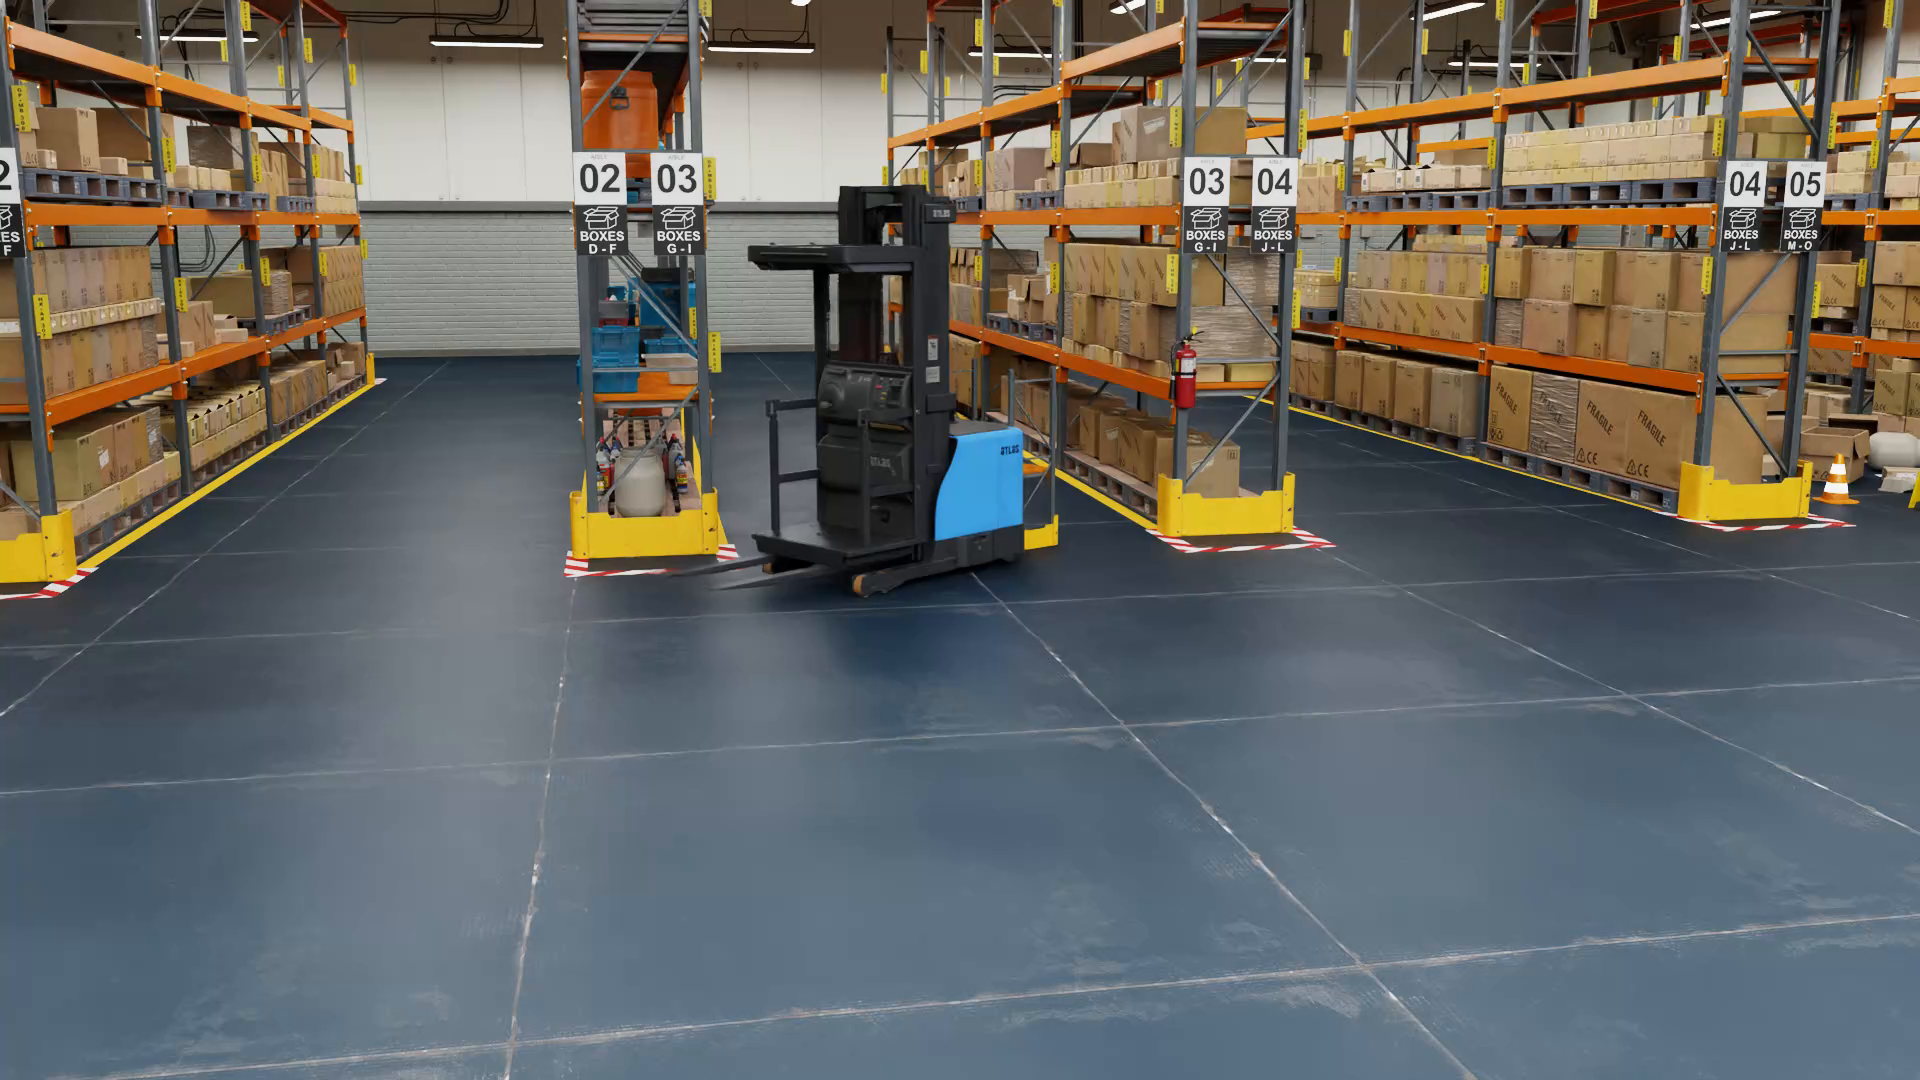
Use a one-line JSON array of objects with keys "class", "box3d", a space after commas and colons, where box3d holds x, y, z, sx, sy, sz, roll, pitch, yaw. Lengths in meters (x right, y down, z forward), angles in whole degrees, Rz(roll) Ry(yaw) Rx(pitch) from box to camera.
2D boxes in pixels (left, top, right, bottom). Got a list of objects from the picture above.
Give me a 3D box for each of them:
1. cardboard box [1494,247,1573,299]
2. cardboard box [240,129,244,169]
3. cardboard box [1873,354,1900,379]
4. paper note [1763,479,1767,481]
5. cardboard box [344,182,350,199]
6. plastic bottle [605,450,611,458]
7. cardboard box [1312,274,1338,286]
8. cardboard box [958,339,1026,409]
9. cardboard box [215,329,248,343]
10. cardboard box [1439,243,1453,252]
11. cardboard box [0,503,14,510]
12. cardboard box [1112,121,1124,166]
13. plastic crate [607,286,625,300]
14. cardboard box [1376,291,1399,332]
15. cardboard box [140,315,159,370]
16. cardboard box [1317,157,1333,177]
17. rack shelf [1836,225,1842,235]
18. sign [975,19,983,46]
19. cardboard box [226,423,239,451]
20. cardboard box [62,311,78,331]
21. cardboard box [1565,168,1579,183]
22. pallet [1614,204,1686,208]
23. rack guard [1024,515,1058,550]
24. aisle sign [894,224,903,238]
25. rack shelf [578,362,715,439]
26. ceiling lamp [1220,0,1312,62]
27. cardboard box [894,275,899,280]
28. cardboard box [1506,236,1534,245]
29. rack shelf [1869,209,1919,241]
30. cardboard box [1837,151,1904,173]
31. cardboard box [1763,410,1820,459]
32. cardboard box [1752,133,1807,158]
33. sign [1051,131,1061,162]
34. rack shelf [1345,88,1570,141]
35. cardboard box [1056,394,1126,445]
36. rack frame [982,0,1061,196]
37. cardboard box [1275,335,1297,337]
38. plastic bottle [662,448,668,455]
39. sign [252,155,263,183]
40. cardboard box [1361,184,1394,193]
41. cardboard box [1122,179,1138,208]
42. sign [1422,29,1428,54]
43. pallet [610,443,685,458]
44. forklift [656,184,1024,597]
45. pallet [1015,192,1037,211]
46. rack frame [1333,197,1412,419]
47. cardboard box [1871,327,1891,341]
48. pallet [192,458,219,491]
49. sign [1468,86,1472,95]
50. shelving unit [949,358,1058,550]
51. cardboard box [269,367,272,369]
[{"class": "cardboard box", "box3d": [6.486, -2.969, 18.486, 0.875, 0.550, 0.550, -2, 11, -11]}, {"class": "cardboard box", "box3d": [-9.111, -4.834, 20.608, 0.500, 0.500, 0.500, -2, 11, -11]}, {"class": "cardboard box", "box3d": [14.890, -2.784, 26.362, 0.500, 0.500, 0.500, -2, 11, -9]}, {"class": "paper note", "box3d": [8.457, -0.629, 17.472, 0.032, 0.001, 0.123, 4, 11, 18]}, {"class": "cardboard box", "box3d": [-10.041, -5.582, 26.546, 0.500, 0.250, 0.500, -2, 11, -11]}, {"class": "plastic bottle", "box3d": [-3.443, -0.745, 16.207, 0.097, 0.271, 0.097, 0, 11, 0]}, {"class": "cardboard box", "box3d": [5.125, -3.616, 23.131, 0.380, 0.149, 0.250, -3, 11, -13]}, {"class": "cardboard box", "box3d": [0.671, -2.296, 22.796, 1.225, 0.875, 0.875, -3, 11, -14]}, {"class": "cardboard box", "box3d": [-8.487, -2.368, 19.288, 0.380, 0.149, 0.250, -2, 11, -11]}, {"class": "cardboard box", "box3d": [8.979, -5.087, 29.959, 0.500, 0.500, 0.500, -2, 11, -11]}, {"class": "cardboard box", "box3d": [-7.771, -0.122, 13.048, 0.500, 0.250, 0.500, -2, 11, -11]}, {"class": "cardboard box", "box3d": [1.901, -4.113, 17.364, 0.500, 0.500, 0.500, -2, 11, -13]}, {"class": "plastic crate", "box3d": [-5.277, -3.654, 25.256, 0.392, 0.384, 0.575, -2, 11, -11]}, {"class": "cardboard box", "box3d": [5.692, -2.939, 21.349, 0.500, 0.500, 0.500, -2, 11, -11]}, {"class": "cardboard box", "box3d": [-8.062, -1.881, 15.788, 0.700, 0.500, 0.500, -2, 11, -12]}, {"class": "cardboard box", "box3d": [5.222, -5.225, 23.288, 0.396, 0.266, 0.258, -2, 11, -11]}, {"class": "rack shelf", "box3d": [14.985, -5.035, 26.527, 1.077, 0.370, 4.000, -2, 11, -11]}, {"class": "sign", "box3d": [0.242, -6.469, 21.195, 0.100, 0.325, 0.005, -2, 11, -11]}, {"class": "cardboard box", "box3d": [-8.290, -1.133, 18.359, 0.500, 0.250, 0.500, -2, 11, -10]}, {"class": "cardboard box", "box3d": [-7.390, -1.767, 13.457, 0.380, 0.149, 0.250, -2, 11, -12]}, {"class": "cardboard box", "box3d": [6.435, -3.727, 17.015, 0.380, 0.149, 0.250, -2, 11, -11]}, {"class": "pallet", "box3d": [10.329, -4.863, 24.208, 1.213, 0.211, 1.003, -2, 11, -8]}, {"class": "rack guard", "box3d": [0.578, -0.056, 13.822, 0.587, 0.250, 0.087, -9, 14, -38]}, {"class": "aisle sign", "box3d": [-1.079, -5.753, 29.445, 0.394, 0.787, 0.004, -2, 11, -11]}, {"class": "rack shelf", "box3d": [-2.906, -1.372, 15.307, 1.077, 0.370, 4.000, -2, 11, -11]}, {"class": "ceiling lamp", "box3d": [6.050, -11.052, 32.586, 2.000, 3.185, 0.800, -2, 11, -11]}, {"class": "cardboard box", "box3d": [-0.845, -4.725, 28.596, 0.500, 0.500, 0.500, -2, 11, -12]}, {"class": "cardboard box", "box3d": [9.356, -5.004, 27.788, 0.380, 0.149, 0.250, -2, 11, -12]}, {"class": "rack shelf", "box3d": [11.673, -3.386, 17.866, 1.077, 0.370, 4.000, -2, 11, -11]}, {"class": "cardboard box", "box3d": [11.046, -4.586, 20.188, 0.500, 0.250, 0.500, -2, 11, -10]}, {"class": "cardboard box", "box3d": [9.047, -1.141, 18.481, 0.797, 0.637, 0.503, -2, 11, -11]}, {"class": "cardboard box", "box3d": [7.384, -3.600, 15.280, 0.500, 0.250, 0.500, -2, 11, -11]}, {"class": "sign", "box3d": [1.019, -4.173, 17.638, 0.100, 0.325, 0.005, -2, 11, -11]}, {"class": "rack shelf", "box3d": [6.059, -5.198, 20.434, 1.077, 0.370, 4.000, -2, 11, -11]}, {"class": "cardboard box", "box3d": [1.465, -1.374, 18.901, 0.700, 0.500, 0.500, -3, 11, -15]}, {"class": "rack frame", "box3d": [0.785, -5.953, 21.406, 1.000, 3.000, 0.127, -2, 11, -11]}, {"class": "cardboard box", "box3d": [4.883, -3.005, 25.521, 0.500, 0.250, 0.500, -2, 11, -9]}, {"class": "plastic bottle", "box3d": [-2.883, -0.763, 16.273, 0.061, 0.283, 0.133, -2, 11, -11]}, {"class": "sign", "box3d": [-8.387, -4.432, 19.840, 0.100, 0.325, 0.005, -2, 11, -11]}, {"class": "cardboard box", "box3d": [5.578, -4.706, 22.160, 0.380, 0.149, 0.250, -3, 11, -13]}, {"class": "cardboard box", "box3d": [1.807, -3.204, 15.384, 0.500, 0.250, 0.500, -2, 11, -10]}, {"class": "sign", "box3d": [6.214, -6.672, 22.264, 0.100, 0.325, 0.005, -2, 11, -11]}, {"class": "pallet", "box3d": [-3.486, -0.865, 18.177, 1.003, 0.211, 1.213, -2, 11, -11]}, {"class": "forklift", "box3d": [-0.861, -1.132, 12.305, 1.130, 2.935, 3.031, 10, 15, 42]}, {"class": "pallet", "box3d": [1.343, -3.961, 19.464, 1.213, 0.211, 1.003, -2, 11, -11]}, {"class": "rack frame", "box3d": [5.670, -3.168, 22.818, 1.000, 3.000, 0.127, -2, 11, -11]}, {"class": "cardboard box", "box3d": [11.031, -2.440, 19.665, 0.380, 0.149, 0.250, -2, 11, -11]}, {"class": "pallet", "box3d": [-8.336, -0.677, 17.187, 1.003, 0.211, 1.213, -2, 11, -11]}, {"class": "sign", "box3d": [9.485, -8.296, 31.004, 0.100, 0.325, 0.005, -2, 11, -11]}, {"class": "shelving unit", "box3d": [0.264, -0.742, 14.085, 0.587, 1.500, 1.083, -9, 14, -38]}, {"class": "cardboard box", "box3d": [-9.651, -2.081, 22.618, 0.500, 0.500, 0.500, -2, 11, -10]}]
